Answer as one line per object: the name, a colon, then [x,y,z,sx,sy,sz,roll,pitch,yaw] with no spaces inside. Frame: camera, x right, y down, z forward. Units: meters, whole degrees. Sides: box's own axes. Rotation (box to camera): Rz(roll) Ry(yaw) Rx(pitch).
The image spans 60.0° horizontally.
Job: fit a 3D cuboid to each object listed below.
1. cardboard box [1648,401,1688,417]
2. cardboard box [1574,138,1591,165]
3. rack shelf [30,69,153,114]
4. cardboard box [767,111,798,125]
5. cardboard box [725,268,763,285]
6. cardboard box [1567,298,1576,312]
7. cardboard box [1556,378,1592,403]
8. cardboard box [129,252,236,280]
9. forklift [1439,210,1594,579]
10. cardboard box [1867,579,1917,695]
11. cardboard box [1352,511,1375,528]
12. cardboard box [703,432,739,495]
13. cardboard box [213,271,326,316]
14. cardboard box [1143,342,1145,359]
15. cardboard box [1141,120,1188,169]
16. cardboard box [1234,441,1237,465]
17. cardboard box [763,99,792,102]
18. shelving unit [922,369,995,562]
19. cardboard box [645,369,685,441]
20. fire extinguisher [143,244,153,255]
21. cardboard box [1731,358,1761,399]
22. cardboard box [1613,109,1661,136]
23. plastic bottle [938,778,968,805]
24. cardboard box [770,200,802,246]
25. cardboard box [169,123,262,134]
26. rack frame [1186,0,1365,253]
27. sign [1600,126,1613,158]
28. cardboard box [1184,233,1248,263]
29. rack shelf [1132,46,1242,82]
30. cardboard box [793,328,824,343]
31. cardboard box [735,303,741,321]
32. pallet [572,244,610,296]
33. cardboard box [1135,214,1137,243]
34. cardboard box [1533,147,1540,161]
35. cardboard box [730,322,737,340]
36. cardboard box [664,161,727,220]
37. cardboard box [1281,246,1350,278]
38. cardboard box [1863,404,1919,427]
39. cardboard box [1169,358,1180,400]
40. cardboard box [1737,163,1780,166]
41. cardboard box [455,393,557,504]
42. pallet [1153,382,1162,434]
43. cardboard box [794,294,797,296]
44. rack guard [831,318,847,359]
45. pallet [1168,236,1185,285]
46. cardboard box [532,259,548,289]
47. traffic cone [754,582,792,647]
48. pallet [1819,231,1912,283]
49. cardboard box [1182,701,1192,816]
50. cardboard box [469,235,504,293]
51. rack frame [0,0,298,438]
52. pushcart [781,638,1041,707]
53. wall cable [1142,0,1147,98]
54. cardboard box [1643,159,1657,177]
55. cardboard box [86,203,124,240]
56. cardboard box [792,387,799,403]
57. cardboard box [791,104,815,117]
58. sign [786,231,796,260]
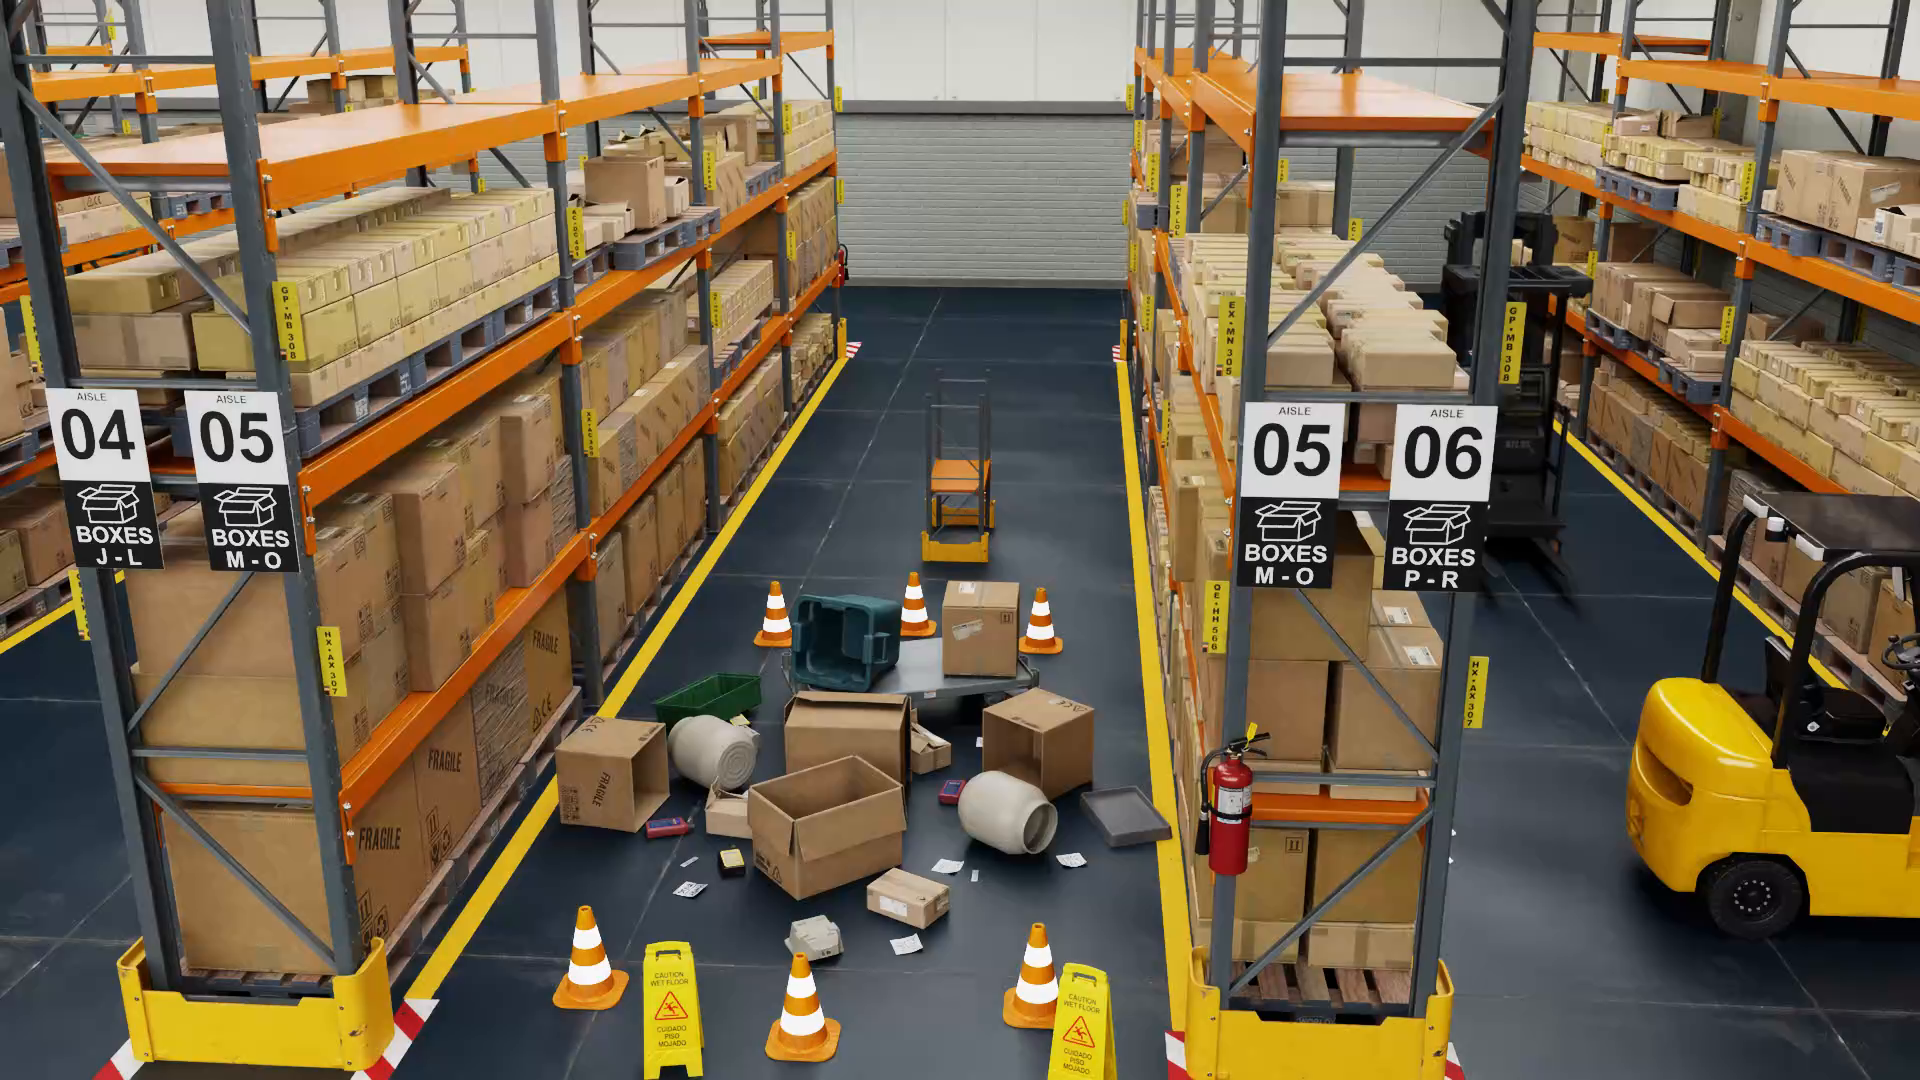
cardboard box: [7.138,-1.293,16.677,0.380,0.149,0.250,1,18,4]
cardboard box: [7.262,-4.383,18.753,0.500,0.250,0.500,1,18,2]
rack shelf: [-7.815,-3.356,12.839,1.077,0.370,4.000,1,18,4]
cardboard box: [-2.106,-4.948,19.515,0.380,0.149,0.250,1,18,2]
cardboard box: [-2.318,-2.829,17.840,0.380,0.149,0.250,1,18,2]
cardboard box: [7.213,-2.718,19.131,0.380,0.149,0.250,2,18,5]
cardboard box: [7.223,-1.761,19.523,0.396,0.266,0.258,2,18,6]
cardboard box: [-3.582,-1.233,7.667,0.380,0.149,0.250,2,18,5]
forklift: [4.779,-1.345,14.647,1.130,2.935,3.031,1,18,3]
cardboard box: [6.903,0.681,11.493,0.875,0.625,0.625,2,18,6]
cardboard box: [2.079,0.081,9.547,0.500,0.500,0.500,2,18,5]
cardboard box: [-2.427,-0.742,16.037,0.500,0.500,0.500,1,18,2]
cardboard box: [-2.964,-1.060,7.139,0.380,0.149,0.250,1,18,5]
cardboard box: [2.063,-1.844,16.301,0.500,0.250,0.500,1,18,3]
cardboard box: [2.147,-4.085,17.247,0.500,0.500,0.500,1,18,3]
cardboard box: [1.386,-0.376,7.166,0.380,0.149,0.250,1,18,4]
cardboard box: [-2.409,-5.687,21.768,0.380,0.149,0.250,1,18,3]
shelving unit: [-0.005,-0.689,14.944,0.587,1.500,1.083,1,18,4]
cardboard box: [-2.570,-1.108,13.653,0.500,0.500,0.500,1,18,3]
fire extinguisher: [-11.575,-4.076,23.596,0.296,0.674,0.183,1,18,4]
cardboard box: [6.863,-1.362,14.028,0.500,0.250,0.500,1,18,4]
cardboard box: [7.081,-4.376,17.394,0.396,0.266,0.258,1,18,3]
plastic bottle: [-0.037,1.560,10.390,0.133,0.061,0.283,4,19,13]
cardboard box: [-2.148,-3.719,19.538,0.500,0.500,0.500,1,18,2]
cardboard box: [-7.547,-3.967,16.883,0.797,0.503,0.637,1,18,3]
rack frame: [1.926,-3.046,10.094,1.000,3.000,0.127,1,18,4]
sign: [6.909,-4.251,17.758,0.100,0.325,0.005,1,18,4]
cardboard box: [1.578,-1.789,10.199,0.380,0.149,0.250,1,18,3]
rack shelf: [2.643,-5.620,19.746,1.077,0.370,4.000,1,18,4]
cardboard box: [-1.956,-2.635,21.422,0.380,0.149,0.250,2,18,6]
cardboard box: [-2.406,-2.284,16.653,0.380,0.149,0.250,1,18,3]
pallet: [-3.002,-1.894,11.704,0.805,0.209,1.217,1,18,2]
cardboard box: [2.302,-3.512,19.386,0.500,0.500,0.500,1,18,3]
cardboard box: [7.334,-4.788,20.631,0.380,0.149,0.250,2,18,5]
cardboard box: [-2.426,-2.065,16.463,0.380,0.149,0.250,2,18,6]
cardboard box: [-2.426,-3.161,15.101,0.500,0.500,0.500,1,18,4]
cardboard box: [2.071,-1.615,9.668,0.380,0.149,0.250,2,18,5]
cardboard box: [6.718,-0.872,11.892,0.380,0.149,0.250,1,18,3]
cardboard box: [1.807,-1.046,12.313,0.500,0.500,0.500,2,18,6]
cardboard box: [7.018,-3.205,14.520,0.380,0.149,0.250,1,18,2]
cardboard box: [-3.003,-0.571,10.201,0.875,0.550,0.550,1,18,4]
pallet: [2.268,-1.122,14.166,1.213,0.211,1.003,1,18,4]
cardboard box: [-2.162,-2.970,19.900,0.380,0.149,0.250,0,18,1]
rack guard: [-2.164,-2.790,22.960,1.175,0.500,0.348,1,18,4]
pallet: [2.147,-2.043,12.151,1.213,0.211,1.003,1,18,4]
cardboard box: [-2.744,-1.629,10.154,0.380,0.149,0.250,2,18,5]
traffic cone: [-1.417,0.549,12.832,0.336,0.463,0.334,1,18,4]
pallet: [7.127,-2.103,12.337,1.003,0.211,1.213,2,18,6]
cardboard box: [1.513,1.225,9.232,0.500,0.500,0.500,1,18,3]
cardboard box: [-2.872,-1.546,9.261,0.500,0.250,0.500,1,18,3]
rack frame: [-3.306,-1.883,6.544,1.000,3.000,0.127,1,18,4]
pushcart: [-0.352,1.016,11.544,1.648,0.377,0.936,-5,19,-15]
wall cable: [2.913,-8.546,26.878,0.463,3.000,0.029,1,18,4]
cardboard box: [6.934,-3.643,16.302,0.380,0.149,0.250,2,18,5]
cardboard box: [-7.484,-2.705,14.112,0.500,0.250,0.500,1,18,4]
cardboard box: [-2.099,-1.709,19.554,0.380,0.149,0.250,0,18,2]
cardboard box: [-2.012,-5.356,20.760,0.380,0.149,0.250,1,18,3]
sign: [-1.892,-3.298,18.637,0.100,0.325,0.005,1,18,4]
